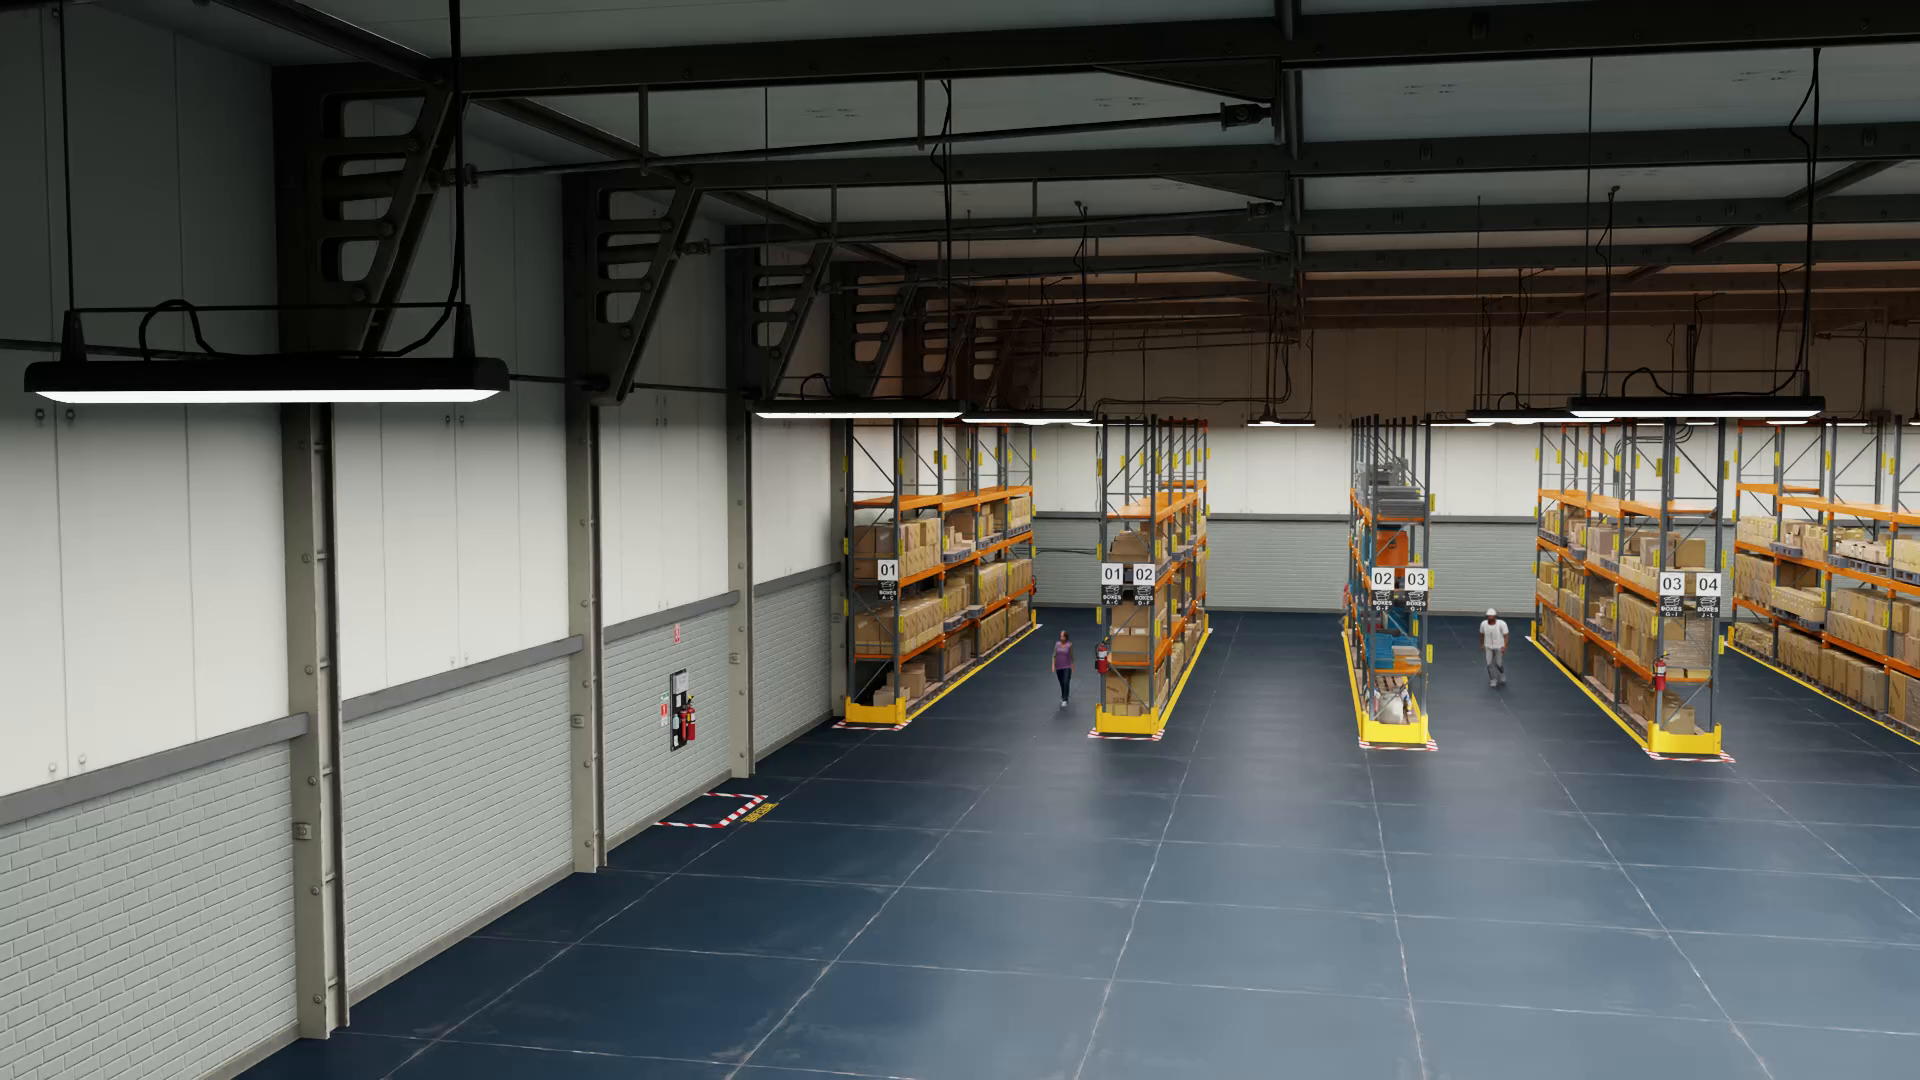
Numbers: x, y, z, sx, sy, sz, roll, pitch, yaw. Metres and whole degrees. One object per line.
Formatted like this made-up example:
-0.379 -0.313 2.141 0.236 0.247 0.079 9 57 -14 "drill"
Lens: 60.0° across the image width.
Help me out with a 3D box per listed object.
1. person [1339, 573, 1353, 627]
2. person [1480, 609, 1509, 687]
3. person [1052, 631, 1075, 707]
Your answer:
11.257 1.753 47.572 0.524 1.623 1.079 -4 5 -45 "person"
11.960 2.384 37.185 0.630 1.732 0.717 2 4 31 "person"
2.117 2.647 34.257 0.449 1.550 0.933 2 4 24 "person"
